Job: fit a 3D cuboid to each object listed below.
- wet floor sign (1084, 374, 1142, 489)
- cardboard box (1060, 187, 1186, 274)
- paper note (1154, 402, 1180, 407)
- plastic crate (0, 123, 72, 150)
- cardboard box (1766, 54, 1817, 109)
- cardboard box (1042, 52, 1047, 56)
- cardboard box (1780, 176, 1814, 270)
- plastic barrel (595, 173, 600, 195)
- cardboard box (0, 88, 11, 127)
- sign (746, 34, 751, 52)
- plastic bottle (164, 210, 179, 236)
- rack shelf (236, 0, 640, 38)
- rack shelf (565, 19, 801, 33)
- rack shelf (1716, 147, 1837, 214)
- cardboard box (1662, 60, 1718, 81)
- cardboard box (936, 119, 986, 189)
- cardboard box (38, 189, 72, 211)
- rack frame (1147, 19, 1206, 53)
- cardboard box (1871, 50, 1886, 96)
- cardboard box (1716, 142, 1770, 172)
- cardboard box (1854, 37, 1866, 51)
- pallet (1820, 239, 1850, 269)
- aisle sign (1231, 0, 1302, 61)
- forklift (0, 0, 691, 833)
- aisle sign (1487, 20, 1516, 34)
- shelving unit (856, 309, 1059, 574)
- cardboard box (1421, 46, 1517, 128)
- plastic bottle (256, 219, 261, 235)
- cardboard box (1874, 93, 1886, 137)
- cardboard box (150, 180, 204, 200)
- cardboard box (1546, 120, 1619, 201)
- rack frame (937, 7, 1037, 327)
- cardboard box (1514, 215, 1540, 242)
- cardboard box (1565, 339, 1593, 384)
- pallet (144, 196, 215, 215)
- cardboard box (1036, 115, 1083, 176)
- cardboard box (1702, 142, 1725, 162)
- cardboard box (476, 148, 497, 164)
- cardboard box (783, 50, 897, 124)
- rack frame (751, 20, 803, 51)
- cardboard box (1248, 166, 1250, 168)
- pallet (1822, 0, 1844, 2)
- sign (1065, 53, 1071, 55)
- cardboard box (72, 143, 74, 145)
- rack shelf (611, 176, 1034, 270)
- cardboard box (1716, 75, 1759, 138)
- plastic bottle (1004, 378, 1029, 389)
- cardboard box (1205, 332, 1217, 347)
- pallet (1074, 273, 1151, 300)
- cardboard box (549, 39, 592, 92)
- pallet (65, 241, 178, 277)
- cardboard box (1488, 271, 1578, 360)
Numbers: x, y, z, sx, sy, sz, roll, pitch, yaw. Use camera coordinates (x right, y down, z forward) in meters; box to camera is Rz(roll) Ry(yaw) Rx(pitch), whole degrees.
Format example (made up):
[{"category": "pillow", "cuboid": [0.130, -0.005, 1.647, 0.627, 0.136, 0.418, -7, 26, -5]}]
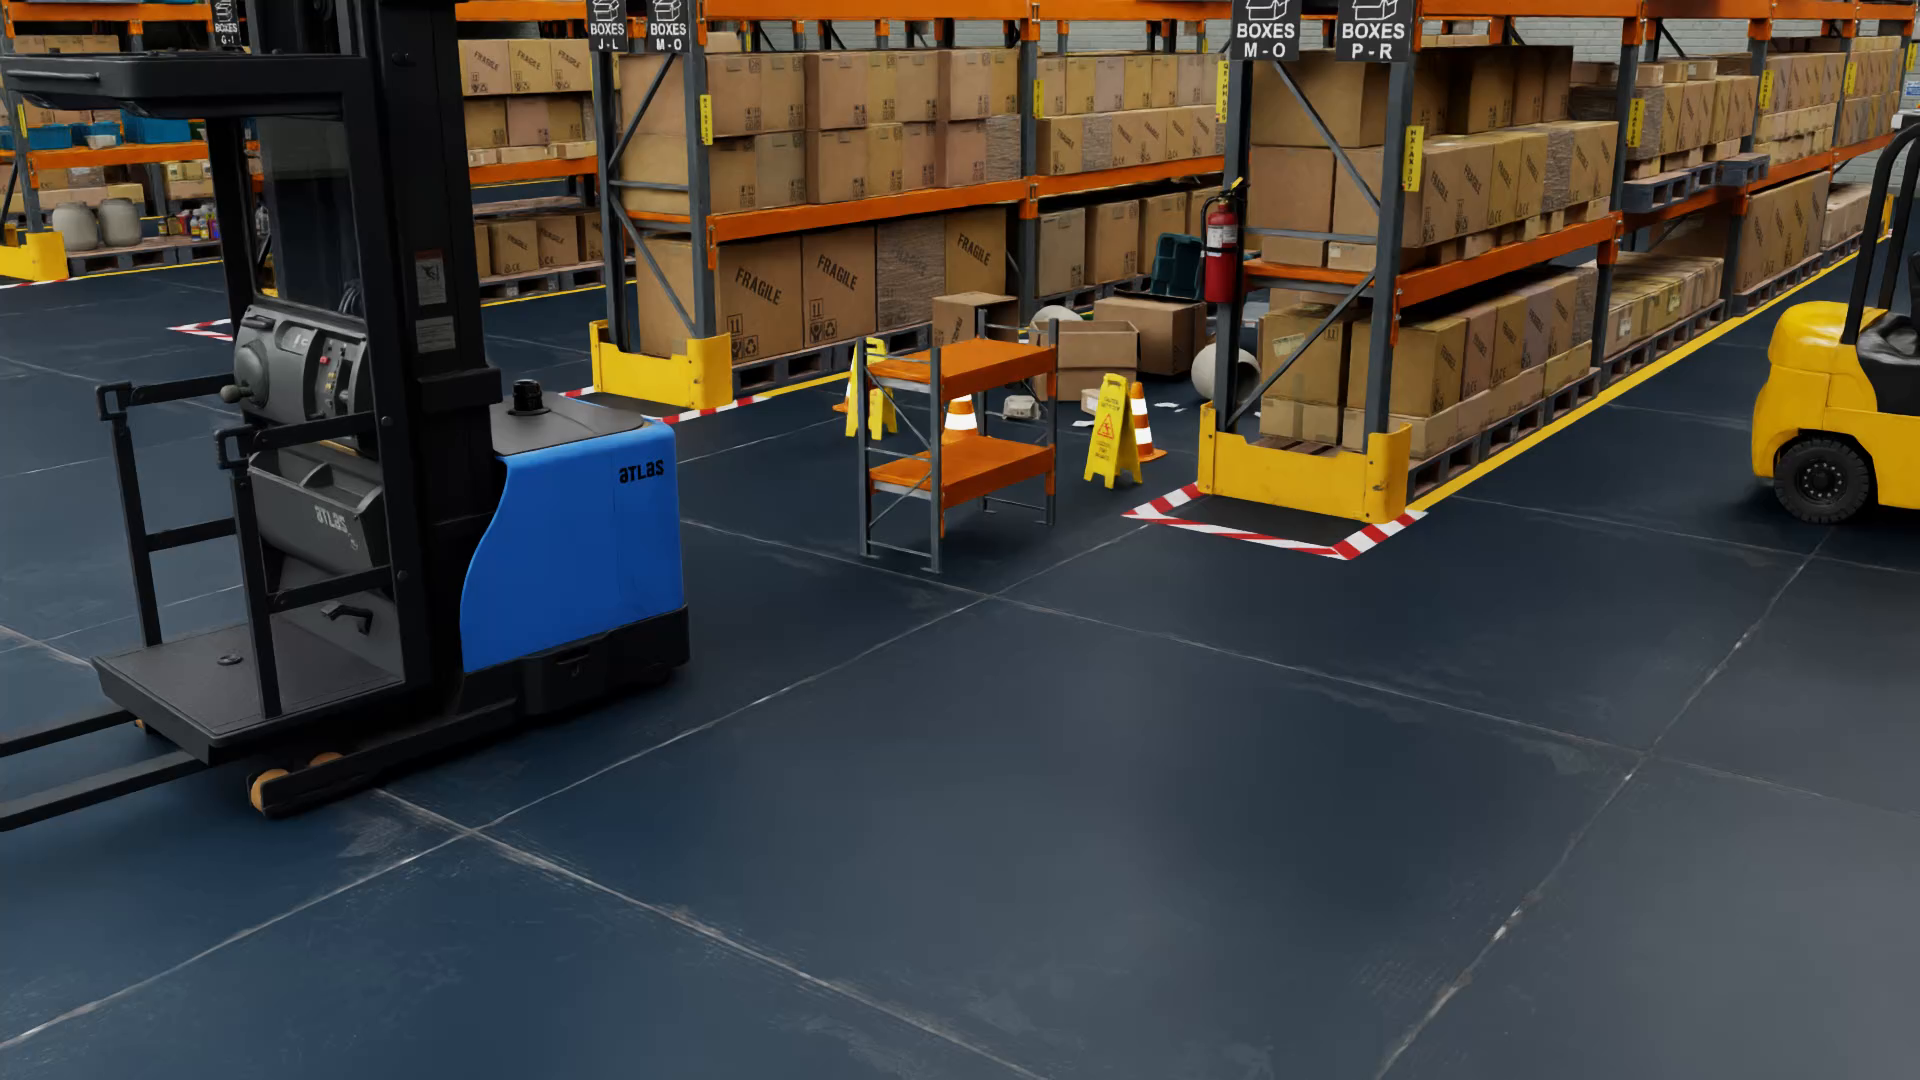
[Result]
[{"category": "wet floor sign", "cuboid": [0.908, -0.656, 9.769, 0.232, 0.644, 0.267, -11, 20, -32]}, {"category": "cardboard box", "cuboid": [1.658, -3.181, 17.014, 1.050, 0.750, 0.750, 13, 21, 36]}, {"category": "paper note", "cuboid": [1.471, -0.966, 11.822, 0.142, 0.019, 0.148, -11, 20, -32]}, {"category": "plastic crate", "cuboid": [-9.998, -4.364, 17.990, 0.499, 0.251, 0.616, 12, 21, 35]}, {"category": "cardboard box", "cuboid": [8.049, -4.502, 16.327, 0.500, 0.500, 0.500, 13, 21, 36]}, {"category": "cardboard box", "cuboid": [1.131, -6.831, 24.171, 0.500, 0.500, 0.500, 13, 22, 36]}, {"category": "cardboard box", "cuboid": [8.193, -3.302, 17.194, 0.875, 0.875, 0.875, 13, 22, 36]}, {"category": "plastic barrel", "cuboid": [-5.012, -5.452, 24.194, 0.600, 0.830, 0.708, 12, 21, 35]}, {"category": "cardboard box", "cuboid": [-12.824, -5.665, 21.760, 0.700, 0.500, 0.500, 13, 22, 36]}, {"category": "sign", "cuboid": [-4.065, -9.551, 31.957, 0.100, 0.325, 0.005, 12, 21, 35]}, {"category": "plastic bottle", "cuboid": [-9.259, -3.722, 19.509, 0.061, 0.283, 0.133, 13, 22, 36]}, {"category": "rack shelf", "cuboid": [-4.887, -4.953, 15.791, 1.077, 0.370, 4.000, 12, 21, 35]}, {"category": "rack shelf", "cuboid": [-4.098, -7.734, 24.745, 1.077, 0.370, 4.000, 12, 21, 35]}, {"category": "rack shelf", "cuboid": [7.839, -3.675, 16.733, 1.077, 0.370, 4.000, 12, 21, 35]}, {"category": "cardboard box", "cuboid": [5.899, -3.803, 13.459, 0.380, 0.149, 0.250, 11, 20, 32]}, {"category": "cardboard box", "cuboid": [-0.292, -3.287, 14.017, 0.875, 0.550, 0.550, 12, 21, 35]}, {"category": "cardboard box", "cuboid": [-12.342, -4.591, 22.399, 0.500, 0.250, 0.500, 12, 21, 35]}, {"category": "rack frame", "cuboid": [3.455, -7.199, 26.867, 1.000, 3.000, 0.127, 12, 21, 35]}, {"category": "cardboard box", "cuboid": [10.431, -5.450, 19.380, 0.500, 0.500, 0.500, 12, 21, 34]}, {"category": "cardboard box", "cuboid": [7.141, -3.543, 15.346, 0.500, 0.250, 0.500, 12, 21, 34]}, {"category": "cardboard box", "cuboid": [9.882, -5.540, 18.577, 0.380, 0.149, 0.250, 12, 21, 34]}, {"category": "pallet", "cuboid": [9.546, -3.330, 19.112, 1.003, 0.211, 1.213, 12, 21, 35]}, {"category": "aisle sign", "cuboid": [1.610, -2.915, 8.688, 0.394, 0.787, 0.004, 12, 21, 35]}, {"category": "forklift", "cuboid": [-2.500, -0.619, 5.795, 1.130, 2.935, 3.031, 16, 23, 41]}, {"category": "aisle sign", "cuboid": [7.662, -7.504, 23.467, 0.394, 0.787, 0.004, 12, 21, 35]}, {"category": "shelving unit", "cuboid": [0.004, -0.539, 8.582, 0.538, 1.125, 1.048, 12, 21, 35]}, {"category": "cardboard box", "cuboid": [3.184, -2.958, 10.854, 0.700, 0.500, 0.500, 12, 21, 33]}, {"category": "plastic bottle", "cuboid": [-8.280, -3.692, 19.550, 0.097, 0.201, 0.097, 0, 17, 0]}, {"category": "cardboard box", "cuboid": [10.729, -5.092, 19.916, 0.500, 0.500, 0.500, 13, 22, 36]}, {"category": "cardboard box", "cuboid": [-11.210, -5.032, 23.817, 0.500, 0.250, 0.500, 12, 21, 33]}, {"category": "cardboard box", "cuboid": [4.199, -2.629, 11.483, 0.500, 0.500, 0.500, 12, 21, 33]}, {"category": "rack frame", "cuboid": [0.228, -3.440, 14.763, 1.000, 3.000, 0.127, 12, 21, 35]}, {"category": "cardboard box", "cuboid": [3.413, -1.973, 10.463, 0.380, 0.149, 0.250, 13, 21, 35]}, {"category": "cardboard box", "cuboid": [4.127, -1.288, 11.763, 0.500, 0.250, 0.500, 14, 22, 37]}, {"category": "pallet", "cuboid": [-11.241, -4.943, 24.304, 1.003, 0.211, 1.213, 12, 21, 35]}, {"category": "cardboard box", "cuboid": [0.757, -3.565, 14.999, 0.500, 0.500, 0.500, 13, 21, 35]}, {"category": "cardboard box", "cuboid": [6.116, -3.232, 13.809, 0.380, 0.149, 0.250, 13, 21, 36]}, {"category": "cardboard box", "cuboid": [-4.703, -3.717, 16.078, 0.380, 0.149, 0.250, 12, 21, 35]}, {"category": "cardboard box", "cuboid": [-0.995, -3.562, 13.083, 0.875, 0.550, 0.500, 12, 21, 35]}, {"category": "rack frame", "cuboid": [-2.906, -7.121, 26.617, 1.000, 3.000, 0.127, 12, 21, 35]}, {"category": "cardboard box", "cuboid": [3.719, -4.333, 19.881, 0.500, 0.250, 0.500, 13, 22, 37]}, {"category": "pallet", "cuboid": [8.524, -5.609, 17.012, 0.805, 0.209, 1.217, 11, 21, 33]}, {"category": "sign", "cuboid": [1.513, -6.668, 23.338, 0.100, 0.325, 0.005, 12, 21, 35]}, {"category": "cardboard box", "cuboid": [-14.937, -6.293, 27.423, 0.700, 0.500, 0.500, 12, 21, 34]}, {"category": "rack shelf", "cuboid": [-0.964, -2.620, 13.336, 1.077, 0.370, 4.000, 12, 21, 35]}, {"category": "cardboard box", "cuboid": [6.599, -3.775, 14.464, 0.500, 0.500, 0.500, 12, 21, 33]}, {"category": "plastic bottle", "cuboid": [0.433, -1.192, 12.479, 0.133, 0.061, 0.283, 5, 18, 16]}, {"category": "cardboard box", "cuboid": [2.054, -1.469, 13.026, 0.258, 0.266, 0.396, -1, 17, -3]}, {"category": "pallet", "cuboid": [1.354, -2.597, 16.751, 1.003, 0.211, 1.213, 12, 21, 35]}, {"category": "cardboard box", "cuboid": [-4.039, -4.733, 16.570, 0.500, 0.500, 0.500, 12, 21, 35]}, {"category": "pallet", "cuboid": [-9.560, -3.150, 18.532, 1.003, 0.211, 1.213, 12, 21, 35]}, {"category": "cardboard box", "cuboid": [3.825, -1.525, 11.261, 0.500, 0.500, 0.500, 13, 21, 36]}]
